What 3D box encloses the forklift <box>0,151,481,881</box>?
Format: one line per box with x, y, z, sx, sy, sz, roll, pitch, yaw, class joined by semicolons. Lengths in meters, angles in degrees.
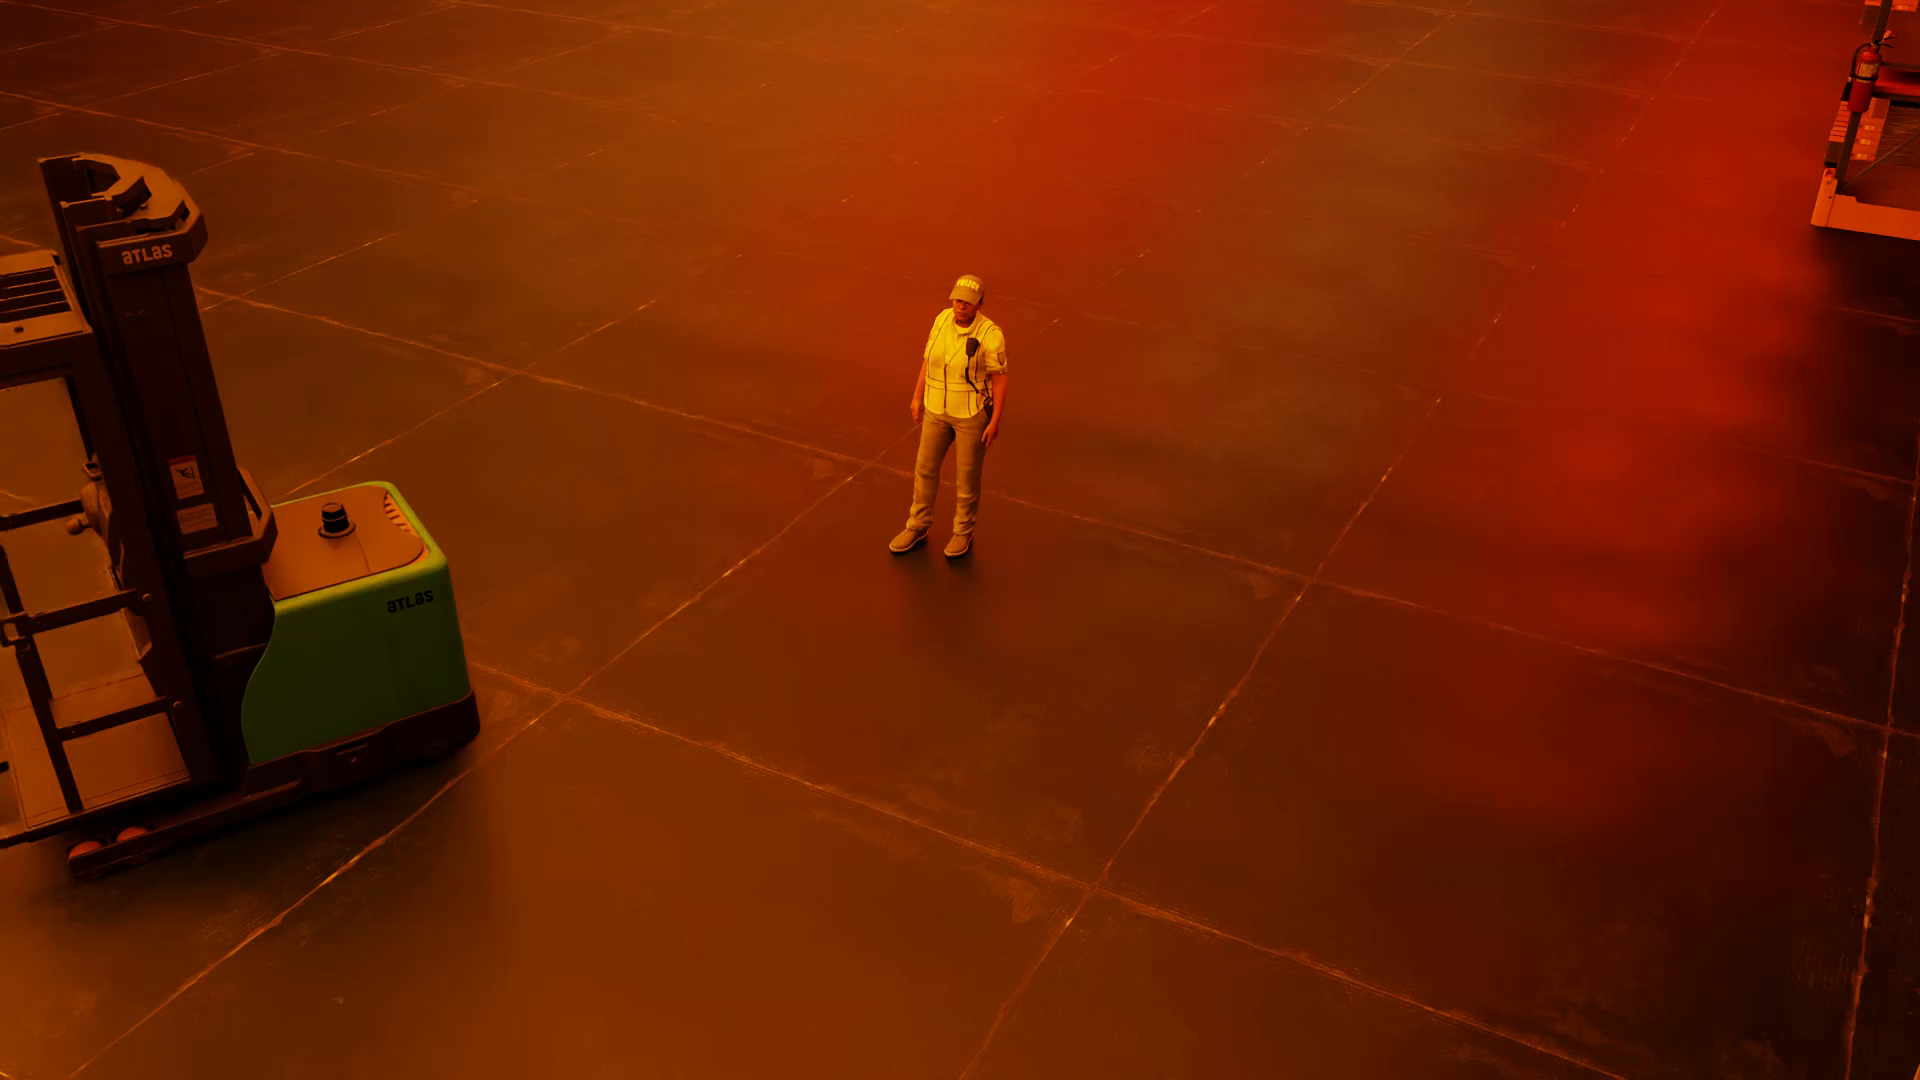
-3.894;-0.063;7.180;3.031;2.935;1.130;-18;34;-28;forklift

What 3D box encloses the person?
-0.057;-0.701;9.534;0.598;1.670;0.529;15;33;25;person
